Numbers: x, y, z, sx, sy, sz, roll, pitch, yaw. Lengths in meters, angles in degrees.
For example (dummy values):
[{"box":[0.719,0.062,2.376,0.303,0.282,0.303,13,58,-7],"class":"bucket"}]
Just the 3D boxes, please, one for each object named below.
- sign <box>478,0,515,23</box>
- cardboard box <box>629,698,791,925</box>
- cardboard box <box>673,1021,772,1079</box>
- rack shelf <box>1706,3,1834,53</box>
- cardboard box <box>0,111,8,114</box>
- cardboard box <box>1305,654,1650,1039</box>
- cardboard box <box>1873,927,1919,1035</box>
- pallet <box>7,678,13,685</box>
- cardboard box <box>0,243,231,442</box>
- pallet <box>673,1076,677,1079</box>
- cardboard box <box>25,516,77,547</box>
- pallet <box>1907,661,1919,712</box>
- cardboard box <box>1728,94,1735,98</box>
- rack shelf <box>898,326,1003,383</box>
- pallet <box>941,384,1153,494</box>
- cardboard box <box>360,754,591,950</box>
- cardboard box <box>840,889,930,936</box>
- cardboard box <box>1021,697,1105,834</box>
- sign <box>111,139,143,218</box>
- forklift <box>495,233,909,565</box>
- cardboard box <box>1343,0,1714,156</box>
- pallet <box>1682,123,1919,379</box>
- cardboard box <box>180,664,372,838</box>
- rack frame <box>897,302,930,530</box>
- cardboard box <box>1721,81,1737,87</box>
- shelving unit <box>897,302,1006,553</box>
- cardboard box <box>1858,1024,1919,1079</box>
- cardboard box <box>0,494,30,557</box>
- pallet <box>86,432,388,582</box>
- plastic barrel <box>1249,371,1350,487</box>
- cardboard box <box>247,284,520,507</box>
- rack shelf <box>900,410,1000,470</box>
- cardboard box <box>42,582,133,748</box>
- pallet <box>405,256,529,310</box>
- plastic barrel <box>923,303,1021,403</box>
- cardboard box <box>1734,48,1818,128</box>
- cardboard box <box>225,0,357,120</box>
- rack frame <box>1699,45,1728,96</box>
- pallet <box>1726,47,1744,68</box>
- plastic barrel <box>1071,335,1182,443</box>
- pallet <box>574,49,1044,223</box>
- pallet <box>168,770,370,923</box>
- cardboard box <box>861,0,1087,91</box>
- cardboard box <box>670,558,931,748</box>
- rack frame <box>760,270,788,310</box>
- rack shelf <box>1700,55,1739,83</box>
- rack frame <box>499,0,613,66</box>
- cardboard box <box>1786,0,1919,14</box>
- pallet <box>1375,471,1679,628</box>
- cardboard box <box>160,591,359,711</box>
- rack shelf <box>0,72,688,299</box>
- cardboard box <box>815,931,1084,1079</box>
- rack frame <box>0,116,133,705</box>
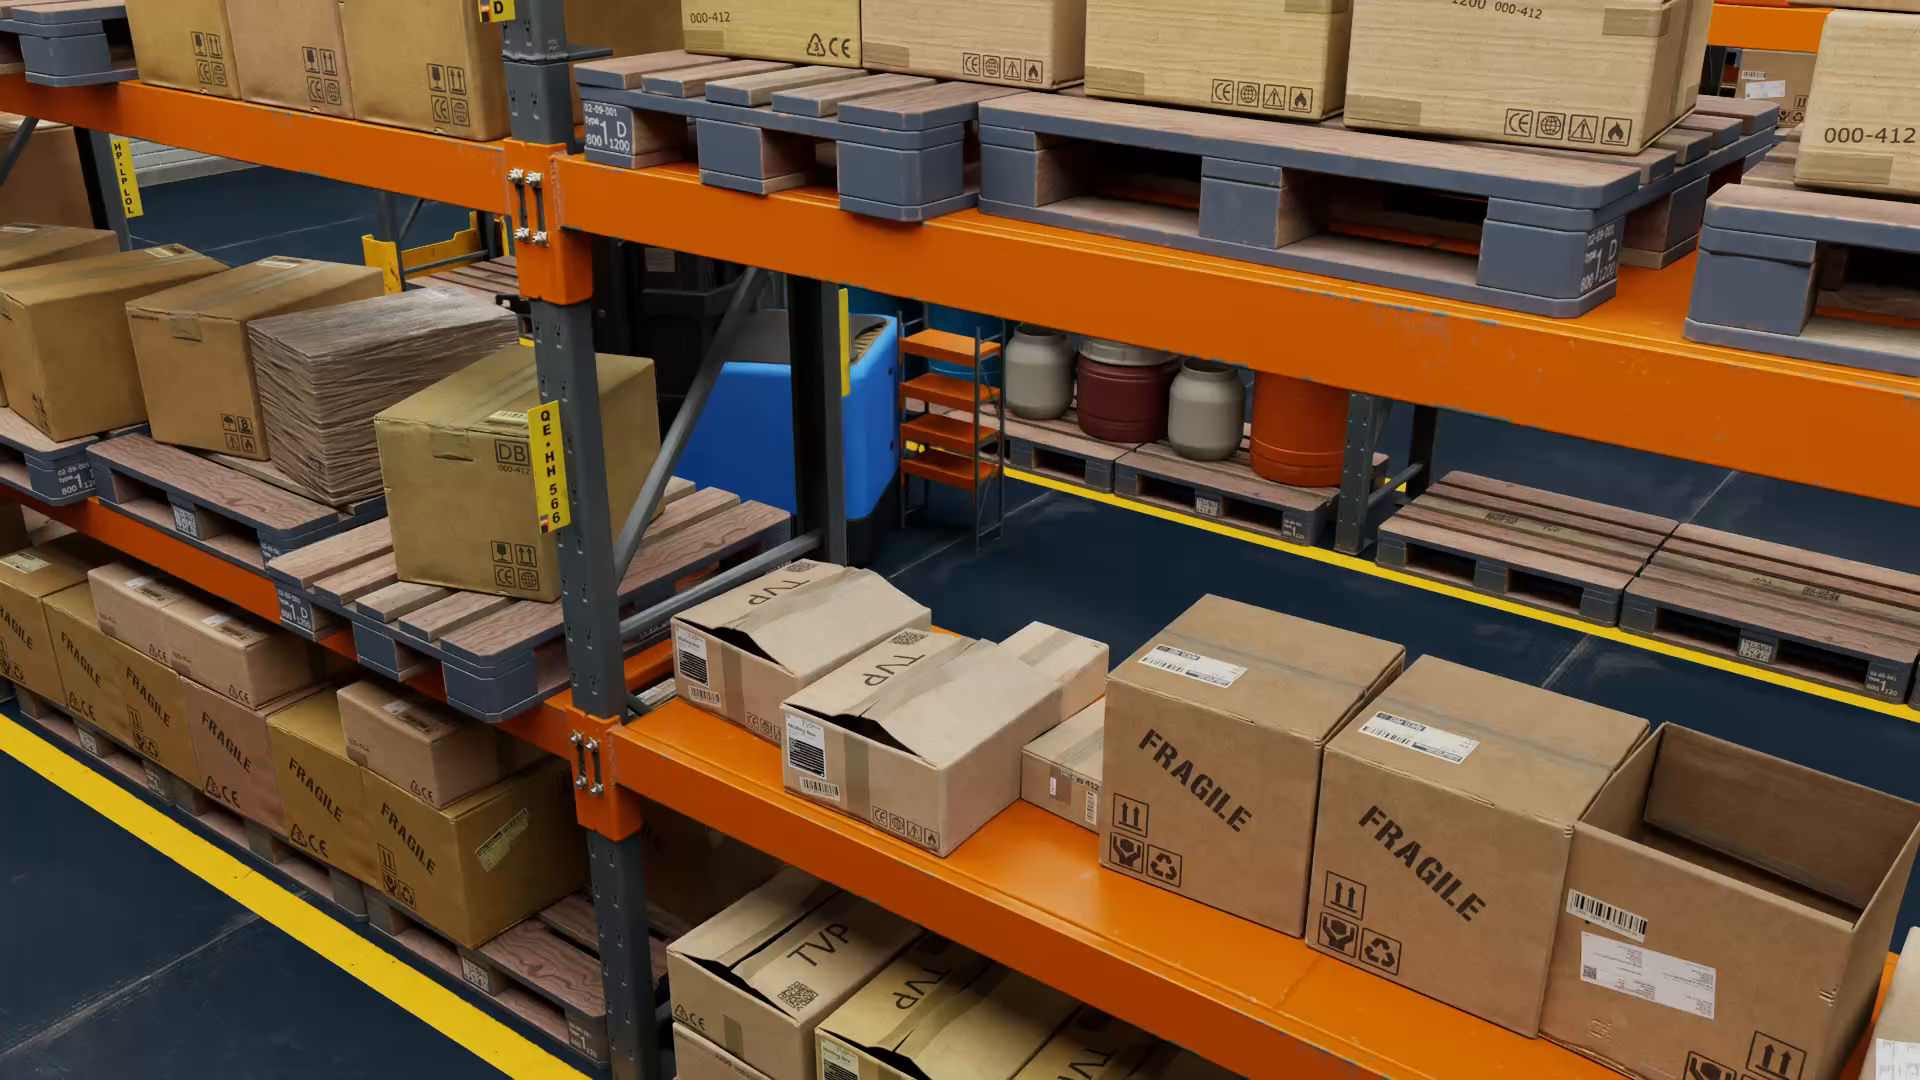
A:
[{"box":[-1.018,-1.296,3.611,0.005,0.325,0.100,17,29,33],"class":"sign"},{"box":[-0.884,0.879,5.590,0.500,0.500,0.500,18,30,35],"class":"cardboard box"},{"box":[-0.448,1.426,4.683,0.500,0.250,0.500,17,29,33],"class":"cardboard box"},{"box":[3.883,-2.019,6.783,4.000,0.370,1.077,17,29,33],"class":"rack shelf"},{"box":[-4.513,-1.662,7.437,0.500,0.500,0.500,16,28,32],"class":"cardboard box"},{"box":[1.083,0.620,3.498,0.500,0.500,0.500,17,29,33],"class":"cardboard box"},{"box":[1.923,0.940,3.207,0.250,0.149,0.380,17,29,33],"class":"cardboard box"},{"box":[-4.441,0.281,7.851,1.213,0.211,1.003,17,29,33],"class":"pallet"},{"box":[-3.058,-0.734,6.052,0.700,0.500,0.500,-21,31,-39],"class":"cardboard box"},{"box":[-0.056,1.626,4.798,1.213,0.211,1.003,17,29,33],"class":"pallet"},{"box":[-4.098,0.029,7.753,0.500,0.311,0.500,17,29,33],"class":"cardboard box"},{"box":[4.832,0.607,7.110,1.213,0.211,1.003,17,29,33],"class":"pallet"},{"box":[7.604,-4.105,15.996,0.500,0.250,0.500,16,28,32],"class":"cardboard box"},{"box":[-0.045,-0.943,8.427,0.480,0.148,0.258,17,29,33],"class":"rack shelf"},{"box":[0.655,-0.655,9.975,1.213,0.211,1.003,17,29,33],"class":"pallet"},{"box":[-1.580,0.930,5.472,0.500,0.500,0.500,18,30,35],"class":"cardboard box"},{"box":[-0.124,0.995,4.965,0.500,0.311,0.500,18,29,35],"class":"cardboard box"},{"box":[0.363,0.544,4.108,0.250,0.149,0.380,19,30,37],"class":"cardboard box"},{"box":[-3.562,-1.539,7.086,0.005,0.325,0.100,17,29,33],"class":"sign"},{"box":[-1.846,-1.466,8.443,3.031,2.935,1.130,4,24,10],"class":"forklift"},{"box":[1.017,-0.873,2.955,0.500,0.250,0.500,14,27,29],"class":"cardboard box"},{"box":[1.796,-0.389,2.429,1.217,0.209,0.805,16,28,31],"class":"pallet"},{"box":[-2.418,0.680,6.040,0.500,0.500,0.500,16,28,31],"class":"cardboard box"},{"box":[-0.241,-0.642,8.718,0.015,1.200,0.240,17,29,33],"class":"rack frame"},{"box":[9.983,-5.885,20.501,0.875,0.875,0.875,17,29,34],"class":"cardboard box"},{"box":[-0.045,-0.583,8.585,0.503,1.200,0.258,17,29,33],"class":"shelving unit"},{"box":[1.696,1.014,2.896,0.258,0.266,0.396,16,28,32],"class":"cardboard box"},{"box":[-4.518,0.067,7.431,0.500,0.500,0.500,17,29,33],"class":"cardboard box"},{"box":[-2.250,-0.243,5.818,1.213,0.211,1.003,17,29,33],"class":"pallet"},{"box":[1.881,-0.771,8.950,0.708,0.830,0.600,17,29,33],"class":"plastic barrel"},{"box":[-1.880,-0.498,5.516,0.700,0.500,0.500,-20,31,-38],"class":"cardboard box"},{"box":[-0.045,-0.522,8.612,0.480,0.148,0.258,17,29,33],"class":"rack shelf"},{"box":[-3.217,0.435,6.598,0.500,0.500,0.500,17,29,34],"class":"cardboard box"},{"box":[-3.482,-1.905,12.813,1.213,0.211,1.003,17,29,33],"class":"pallet"},{"box":[0.074,-1.350,10.175,0.708,0.901,0.600,17,29,33],"class":"plastic barrel"},{"box":[5.709,-3.177,11.596,0.500,0.500,0.500,13,27,27],"class":"cardboard box"},{"box":[-1.468,-1.498,4.586,0.500,0.500,0.910,17,29,33],"class":"cardboard box"},{"box":[5.253,-3.057,11.968,0.127,3.000,1.000,17,29,33],"class":"rack frame"},{"box":[7.675,-4.683,15.896,1.003,0.211,1.213,17,29,33],"class":"pallet"},{"box":[0.977,-0.933,9.618,0.708,0.588,0.600,17,29,33],"class":"plastic barrel"},{"box":[-0.094,-1.013,3.842,1.003,0.211,1.213,18,30,36],"class":"pallet"},{"box":[-2.238,0.927,6.385,1.213,0.211,1.003,17,29,33],"class":"pallet"},{"box":[0.136,-1.145,3.574,0.500,0.250,0.500,18,29,35],"class":"cardboard box"},{"box":[-0.426,0.281,4.502,0.500,0.311,0.500,19,30,36],"class":"cardboard box"},{"box":[-0.918,-2.426,10.536,0.127,3.000,1.000,17,29,33],"class":"rack frame"},{"box":[6.709,-4.787,16.787,4.000,0.370,1.077,17,29,33],"class":"rack shelf"},{"box":[-0.691,-2.607,3.506,0.127,3.000,1.000,17,29,33],"class":"rack frame"},{"box":[1.570,-1.026,2.373,0.500,0.500,0.500,20,31,38],"class":"cardboard box"},{"box":[2.879,0.017,8.450,1.213,0.211,1.003,17,29,33],"class":"pallet"},{"box":[-2.449,0.329,5.908,0.500,0.250,0.500,16,29,32],"class":"cardboard box"},{"box":[-2.291,-1.389,5.354,4.000,0.370,1.077,17,29,33],"class":"rack shelf"},{"box":[-0.023,1.294,4.288,0.500,0.311,0.500,16,28,32],"class":"cardboard box"},{"box":[-3.892,-0.829,6.911,0.127,3.000,1.000,17,29,33],"class":"rack frame"}]
